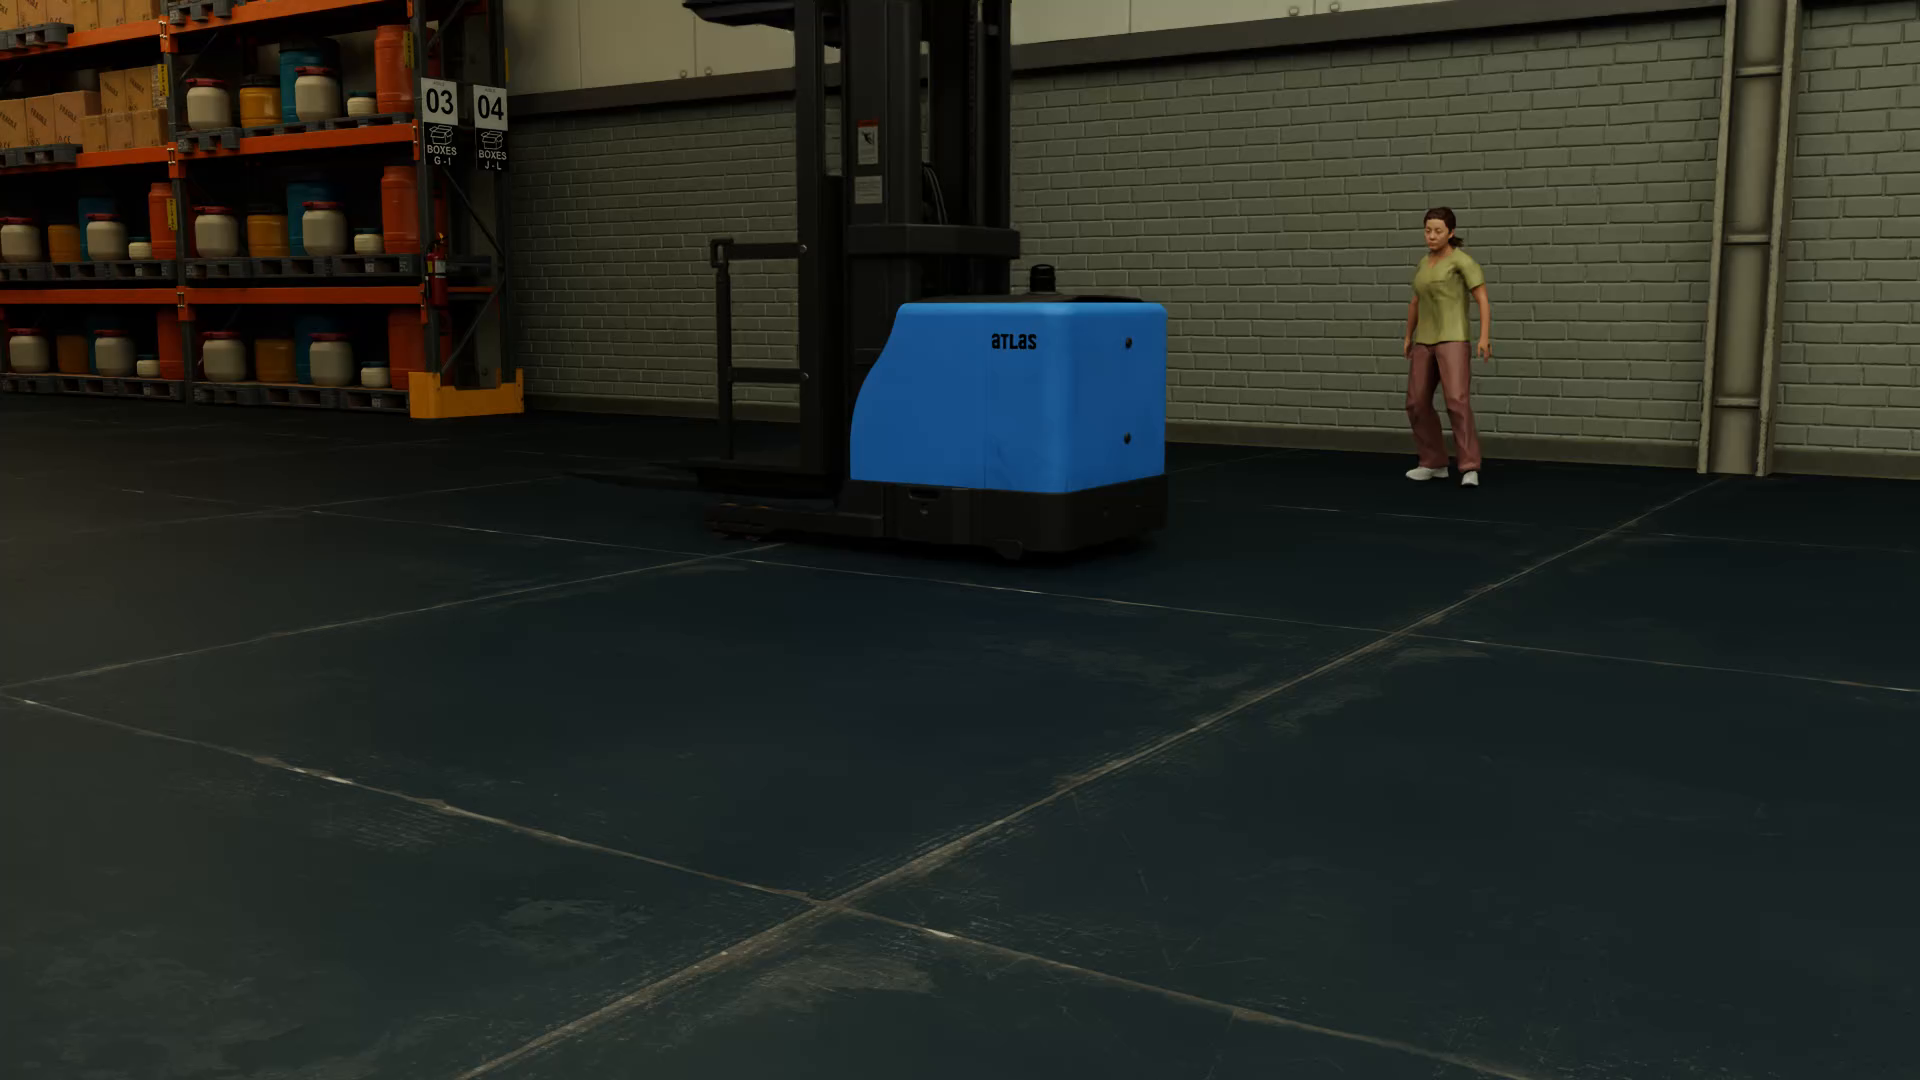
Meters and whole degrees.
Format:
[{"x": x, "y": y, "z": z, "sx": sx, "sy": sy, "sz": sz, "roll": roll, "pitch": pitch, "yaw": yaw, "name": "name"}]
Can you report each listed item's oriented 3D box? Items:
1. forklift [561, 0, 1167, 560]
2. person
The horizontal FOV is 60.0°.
[{"x": -0.581, "y": -1.501, "z": 7.747, "sx": 3.031, "sy": 2.935, "sz": 1.130, "roll": 5, "pitch": 10, "yaw": 33, "name": "forklift"}, {"x": 2.924, "y": -1.173, "z": 10.030, "sx": 0.367, "sy": 1.647, "sz": 0.772, "roll": -5, "pitch": 10, "yaw": -32, "name": "person"}]
